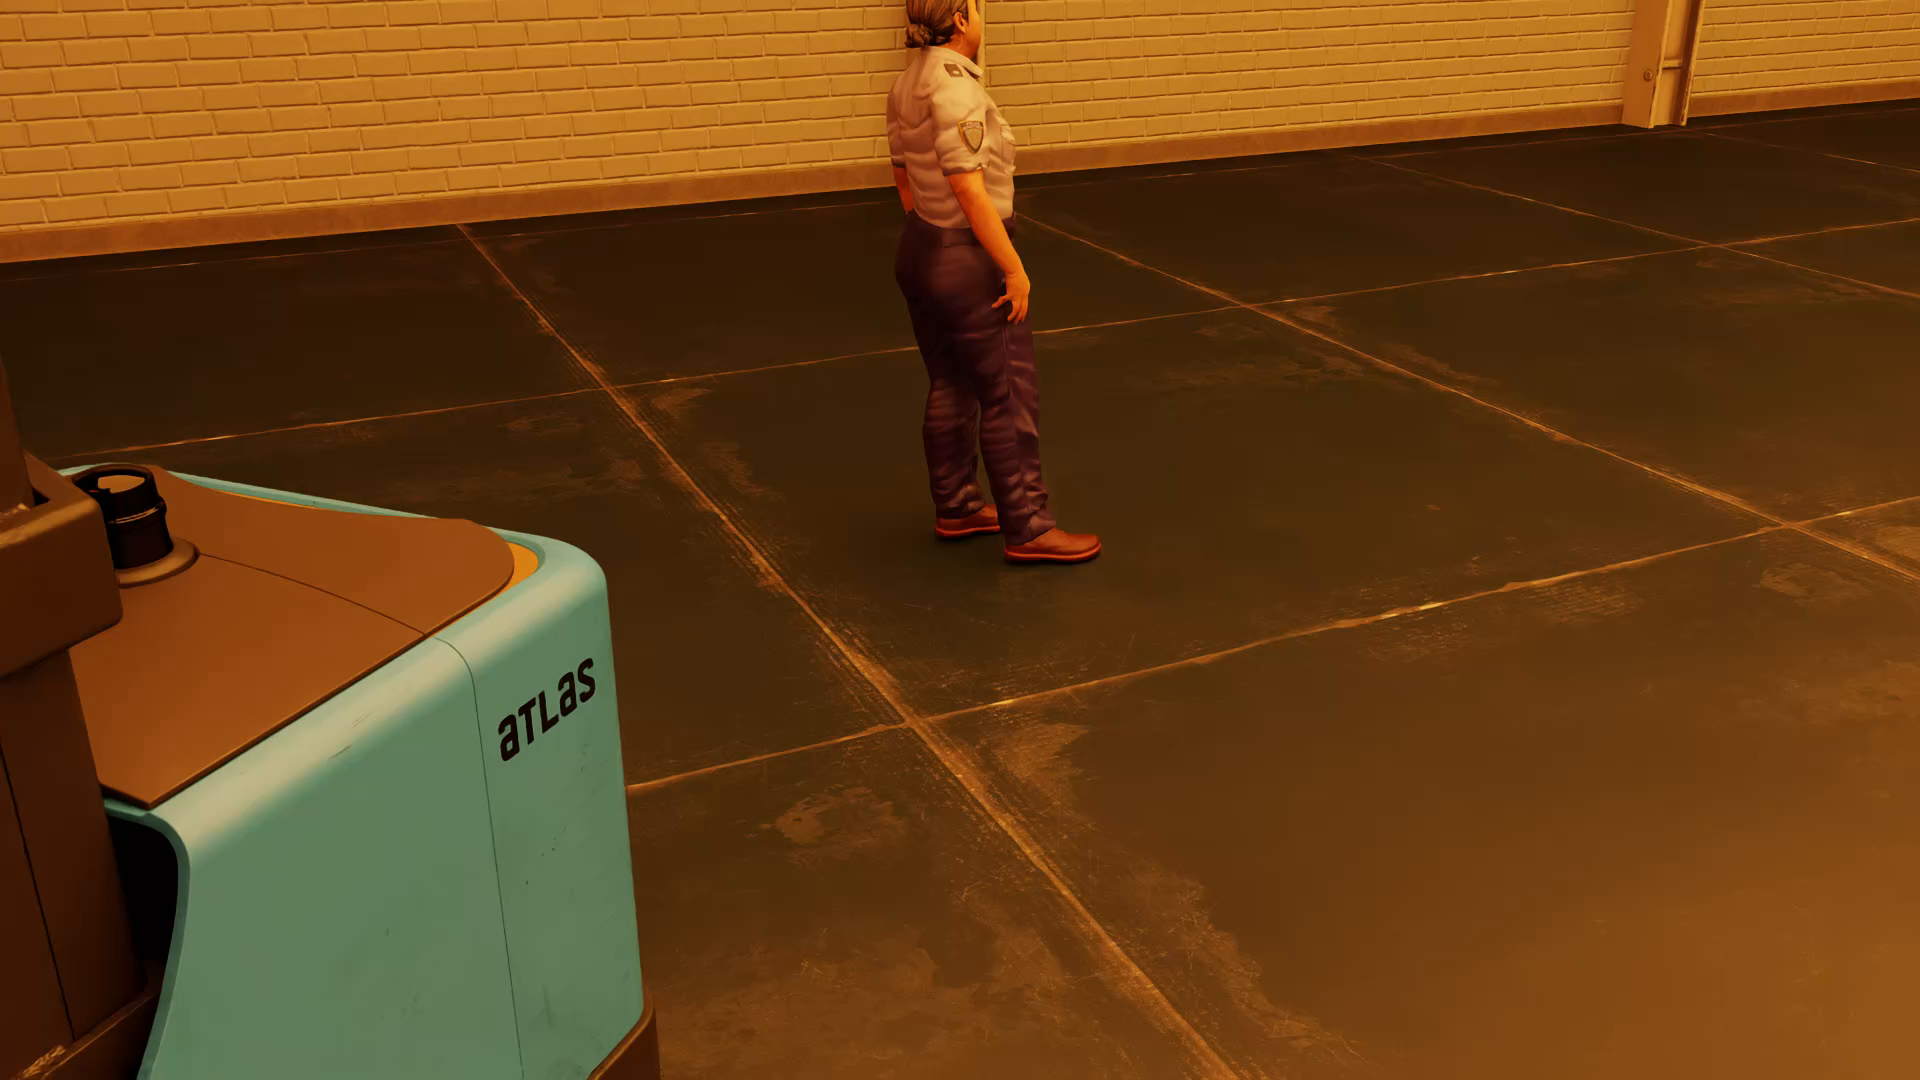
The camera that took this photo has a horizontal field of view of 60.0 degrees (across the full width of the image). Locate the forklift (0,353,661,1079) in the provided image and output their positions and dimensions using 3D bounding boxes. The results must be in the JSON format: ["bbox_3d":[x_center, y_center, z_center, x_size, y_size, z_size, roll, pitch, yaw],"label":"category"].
[{"bbox_3d":[-1.503,0.095,1.058,1.130,2.935,3.031,9,24,21],"label":"forklift"}]

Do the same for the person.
[{"bbox_3d":[0.091,-0.774,4.804,0.502,1.651,0.598,-10,25,-23],"label":"person"}]
